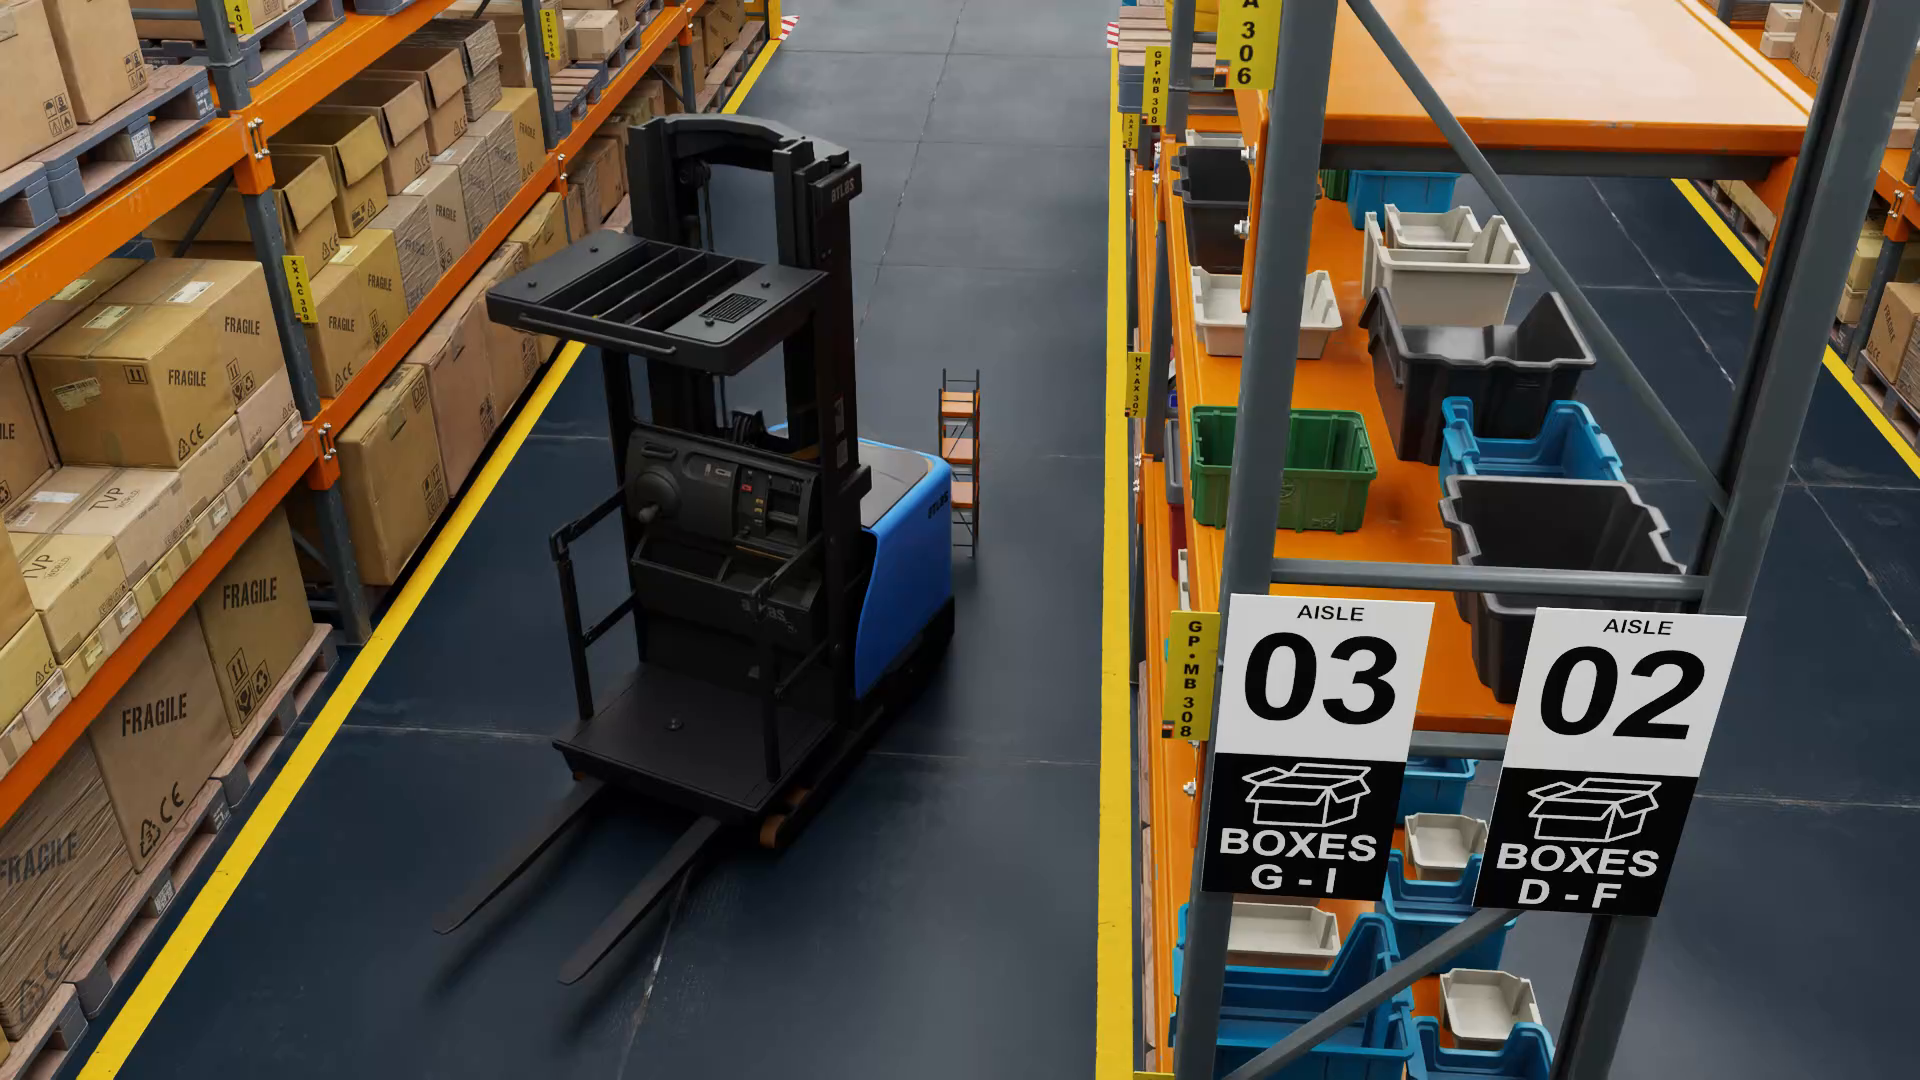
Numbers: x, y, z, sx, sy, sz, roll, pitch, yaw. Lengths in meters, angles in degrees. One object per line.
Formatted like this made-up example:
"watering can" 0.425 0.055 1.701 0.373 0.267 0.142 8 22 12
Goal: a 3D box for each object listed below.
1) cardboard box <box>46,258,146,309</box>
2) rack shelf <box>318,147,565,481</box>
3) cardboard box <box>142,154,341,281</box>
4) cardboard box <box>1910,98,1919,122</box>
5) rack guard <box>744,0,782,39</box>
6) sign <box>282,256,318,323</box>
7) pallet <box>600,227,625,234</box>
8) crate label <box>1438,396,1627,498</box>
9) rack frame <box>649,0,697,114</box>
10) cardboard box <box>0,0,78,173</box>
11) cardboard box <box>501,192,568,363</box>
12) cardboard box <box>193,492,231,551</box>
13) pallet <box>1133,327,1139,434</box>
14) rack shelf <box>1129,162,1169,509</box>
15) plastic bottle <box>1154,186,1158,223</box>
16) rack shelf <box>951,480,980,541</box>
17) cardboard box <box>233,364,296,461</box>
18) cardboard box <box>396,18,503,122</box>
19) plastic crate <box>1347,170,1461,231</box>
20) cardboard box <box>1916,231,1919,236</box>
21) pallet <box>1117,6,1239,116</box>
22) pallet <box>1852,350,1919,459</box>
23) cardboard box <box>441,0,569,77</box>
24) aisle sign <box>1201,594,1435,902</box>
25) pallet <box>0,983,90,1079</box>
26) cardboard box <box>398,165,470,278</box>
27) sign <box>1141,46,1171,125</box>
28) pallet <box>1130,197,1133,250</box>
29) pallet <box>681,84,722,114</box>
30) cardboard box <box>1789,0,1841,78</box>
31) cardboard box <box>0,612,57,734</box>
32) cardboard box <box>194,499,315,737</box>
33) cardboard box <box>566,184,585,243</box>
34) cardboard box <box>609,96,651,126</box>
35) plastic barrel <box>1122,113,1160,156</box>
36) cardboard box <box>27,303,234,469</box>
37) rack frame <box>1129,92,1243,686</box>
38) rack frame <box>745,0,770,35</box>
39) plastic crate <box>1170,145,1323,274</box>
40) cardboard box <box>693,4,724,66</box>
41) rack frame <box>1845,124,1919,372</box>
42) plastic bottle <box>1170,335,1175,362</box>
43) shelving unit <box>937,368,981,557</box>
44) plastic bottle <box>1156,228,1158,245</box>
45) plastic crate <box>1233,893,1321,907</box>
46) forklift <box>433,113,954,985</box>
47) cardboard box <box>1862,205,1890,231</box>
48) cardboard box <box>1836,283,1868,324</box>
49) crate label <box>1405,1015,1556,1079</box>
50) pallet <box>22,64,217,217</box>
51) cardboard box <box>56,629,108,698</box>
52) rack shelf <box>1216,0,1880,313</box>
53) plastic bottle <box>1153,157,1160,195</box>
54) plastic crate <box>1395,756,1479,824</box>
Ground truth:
"cardboard box" -3.877 -0.914 7.298 0.500 0.500 0.500 2 32 4
"rack shelf" -3.421 -1.511 9.808 1.077 0.370 4.000 2 32 4
"cardboard box" -3.540 -1.575 8.176 0.797 0.503 0.637 2 32 3
"cardboard box" 6.881 -2.859 11.396 0.500 0.311 0.500 2 32 3
"rack guard" -2.613 -5.942 18.696 1.175 0.500 0.348 2 32 4
"sign" -3.030 -1.150 7.637 0.100 0.325 0.005 2 32 4
"pallet" -3.193 -2.084 12.711 1.003 0.211 1.213 2 32 4
"crate label" 1.424 -0.150 4.198 0.408 0.251 0.502 2 32 4
"rack frame" -2.932 -4.954 14.710 1.000 3.000 0.127 2 32 4
"cardboard box" -3.636 -1.619 5.849 0.700 0.500 0.500 4 32 6
"cardboard box" -3.335 -1.777 11.180 1.225 0.875 0.875 1 32 2
"cardboard box" -3.345 -0.087 7.053 0.380 0.149 0.250 3 32 5
"pallet" 1.656 -1.050 11.033 1.003 0.211 1.213 2 32 4
"rack shelf" 1.516 -1.299 9.465 1.077 0.370 4.000 2 32 4
"plastic bottle" 1.227 -2.079 10.156 0.061 0.283 0.133 2 32 4
"rack shelf" -0.004 -0.173 9.361 0.215 0.259 0.240 2 32 4
"cardboard box" -3.358 -0.592 7.491 0.500 0.250 0.500 2 32 3
"cardboard box" -3.334 -2.951 10.408 0.797 0.503 0.637 3 32 6
"plastic crate" 1.597 -1.276 6.042 0.416 0.233 0.300 2 32 4
"cardboard box" 6.950 -1.946 11.515 0.500 0.311 0.500 3 32 6
"pallet" 1.319 -2.170 7.514 1.213 0.211 1.003 2 32 4
"pallet" 6.517 -0.862 10.727 1.003 0.211 1.213 2 32 4
"cardboard box" -3.308 -3.664 12.122 0.700 0.500 0.500 7 32 11
"aisle sign" 0.729 0.450 3.462 0.394 0.787 0.004 2 32 4
"pallet" -3.922 2.086 5.944 1.003 0.211 1.213 2 32 4
"cardboard box" -3.179 -1.839 9.559 0.500 0.500 0.500 3 32 5
"sign" 0.805 -1.865 6.830 0.100 0.325 0.005 2 32 4
"pallet" 1.882 -2.504 13.392 1.003 0.211 1.213 2 32 4
"pallet" -2.913 -4.120 16.014 1.003 0.211 1.213 2 32 4
"cardboard box" 6.819 -3.895 12.897 0.500 0.500 0.500 5 32 8
"cardboard box" -3.521 0.484 5.746 0.500 0.250 0.500 1 32 2
"cardboard box" -3.717 0.296 7.815 0.875 0.875 0.875 2 32 4
"cardboard box" -3.223 -2.337 12.427 0.700 0.500 0.500 1 32 1
"cardboard box" -3.061 -3.509 14.328 0.700 0.500 0.500 2 32 4
"plastic barrel" 1.414 -2.965 11.352 0.600 0.536 0.708 2 32 4
"cardboard box" -3.399 -0.640 6.854 0.500 0.500 0.500 3 32 4
"rack frame" 1.353 -0.560 7.579 1.000 3.000 0.127 2 32 4
"rack frame" -2.607 -7.046 18.104 1.000 3.000 0.127 2 32 4
"plastic crate" 0.978 -1.143 5.792 0.497 0.269 0.590 2 32 4
"cardboard box" -2.759 -5.194 17.082 0.500 0.500 0.500 5 32 9
"rack frame" 6.615 -2.438 10.627 1.000 3.000 0.127 2 32 4
"plastic bottle" 1.036 -0.853 8.166 0.061 0.283 0.133 2 32 4
"shelving unit" -0.004 -0.419 9.209 0.215 1.050 0.252 2 32 4
"plastic bottle" 1.209 -1.841 9.782 0.097 0.271 0.097 0 32 0
"plastic crate" 0.951 1.034 5.188 0.396 0.136 0.243 2 32 4
"forklift" -1.130 -0.149 6.978 1.130 2.935 3.031 14 34 22
"cardboard box" 6.448 -2.241 11.994 0.500 0.311 0.500 2 32 3
"cardboard box" 6.415 -1.731 11.701 0.500 0.250 0.500 3 32 5
"crate label" 1.375 1.463 4.400 0.416 0.233 0.303 2 32 4
"pallet" -3.661 -1.583 6.465 1.003 0.211 1.213 2 32 4
"cardboard box" -3.428 0.452 6.178 0.380 0.149 0.250 2 32 3
"rack shelf" 1.190 -1.591 4.602 1.077 0.370 4.000 2 32 4
"plastic bottle" 1.284 -2.324 10.566 0.097 0.271 0.097 0 32 0
"plastic crate" 1.483 0.774 5.517 0.416 0.233 0.300 2 32 4
